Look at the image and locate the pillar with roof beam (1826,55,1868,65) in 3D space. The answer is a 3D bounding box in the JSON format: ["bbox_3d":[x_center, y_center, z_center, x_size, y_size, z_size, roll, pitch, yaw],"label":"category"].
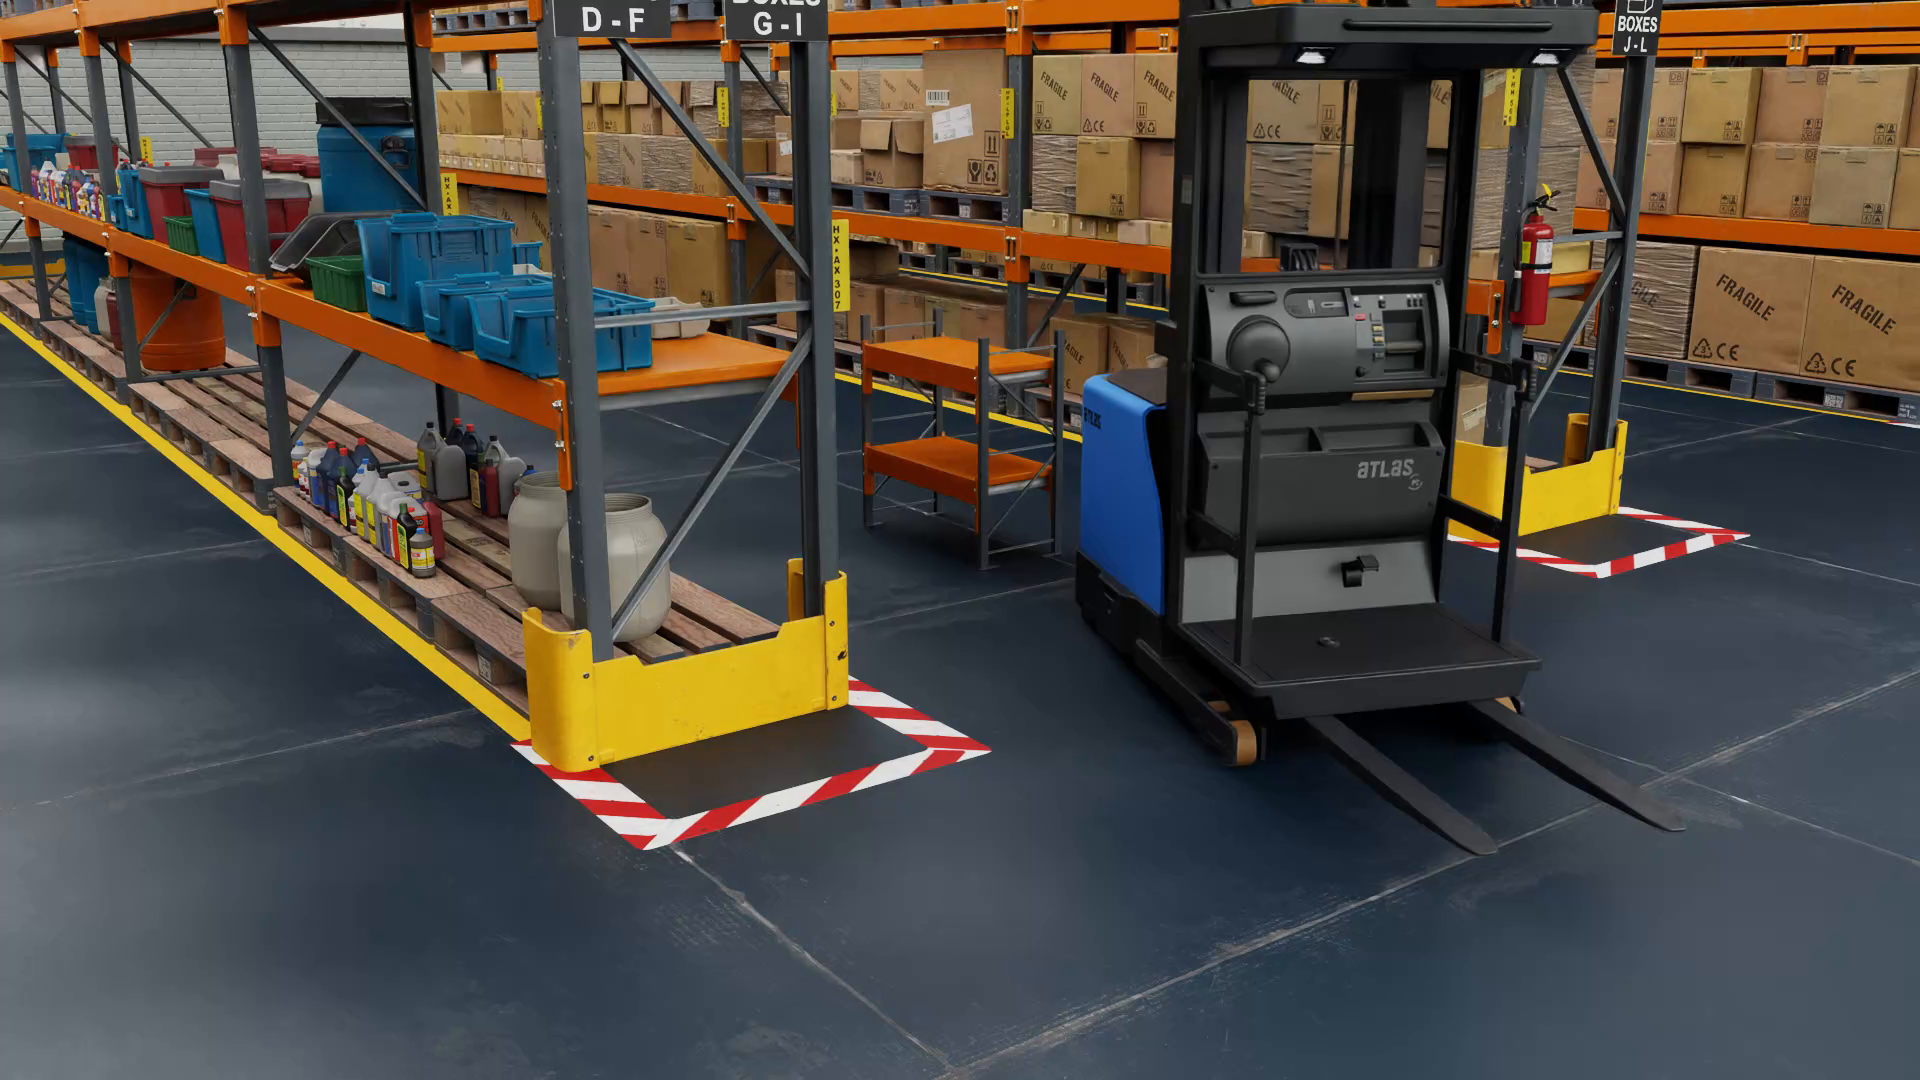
[{"bbox_3d":[8.457,-7.638,19.436,9.100,9.000,0.400,-11,19,-35],"label":"pillar with roof beam"}]

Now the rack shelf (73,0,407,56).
[{"bbox_3d":[-4.416,-3.145,10.067,1.077,0.370,4.000,-11,19,-35],"label":"rack shelf"}]

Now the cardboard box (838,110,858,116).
[{"bbox_3d":[-1.259,-5.426,21.967,0.500,0.500,0.500,-11,19,-36],"label":"cardboard box"}]

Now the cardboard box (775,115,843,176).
[{"bbox_3d":[-1.235,-3.383,14.270,0.500,0.500,0.500,-14,21,-41],"label":"cardboard box"}]

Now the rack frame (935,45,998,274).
[{"bbox_3d":[0.134,-4.844,20.592,1.000,3.000,0.127,-11,19,-35],"label":"rack frame"}]

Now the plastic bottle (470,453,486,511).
[{"bbox_3d":[-2.393,-0.297,8.289,0.061,0.283,0.133,-11,19,-35],"label":"plastic bottle"}]

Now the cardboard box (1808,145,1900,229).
[{"bbox_3d":[6.594,-2.540,11.891,0.875,0.550,0.550,-11,19,-35],"label":"cardboard box"}]

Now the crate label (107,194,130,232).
[{"bbox_3d":[-5.647,-2.244,11.409,0.303,0.233,0.416,-11,19,-35],"label":"crate label"}]

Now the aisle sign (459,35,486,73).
[{"bbox_3d":[-6.089,-6.266,20.862,0.394,0.787,0.004,-11,19,-35],"label":"aisle sign"}]

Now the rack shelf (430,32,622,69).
[{"bbox_3d":[-5.113,-5.623,19.118,1.077,0.370,4.000,-11,19,-35],"label":"rack shelf"}]

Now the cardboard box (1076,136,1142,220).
[{"bbox_3d":[1.247,-2.361,10.768,0.875,0.500,0.500,-11,19,-35],"label":"cardboard box"}]

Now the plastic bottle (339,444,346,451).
[{"bbox_3d":[-3.109,-0.336,8.435,0.061,0.283,0.133,-11,19,-35],"label":"plastic bottle"}]

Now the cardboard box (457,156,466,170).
[{"bbox_3d":[-5.741,-4.482,19.747,0.380,0.149,0.250,-11,19,-36],"label":"cardboard box"}]

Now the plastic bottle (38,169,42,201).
[{"bbox_3d":[-7.855,-3.049,14.279,0.097,0.271,0.097,0,15,0],"label":"plastic bottle"}]

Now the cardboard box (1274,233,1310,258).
[{"bbox_3d":[2.036,-1.705,9.600,0.380,0.149,0.250,-11,19,-35],"label":"cardboard box"}]

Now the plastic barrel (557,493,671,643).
[{"bbox_3d":[-1.337,0.104,6.430,0.421,0.512,0.421,0,15,0],"label":"plastic barrel"}]

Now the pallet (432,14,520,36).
[{"bbox_3d":[-5.844,-6.197,20.022,1.003,0.211,1.213,-11,19,-35],"label":"pallet"}]

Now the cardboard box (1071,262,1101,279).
[{"bbox_3d":[1.586,-3.198,18.518,0.500,0.500,0.500,-10,18,-32],"label":"cardboard box"}]

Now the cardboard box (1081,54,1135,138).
[{"bbox_3d":[1.121,-2.819,10.548,0.500,0.500,0.500,-11,19,-35],"label":"cardboard box"}]

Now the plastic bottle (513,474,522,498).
[{"bbox_3d":[-2.141,-0.222,8.173,0.097,0.201,0.097,0,15,0],"label":"plastic bottle"}]

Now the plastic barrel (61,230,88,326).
[{"bbox_3d":[-7.637,-2.399,14.837,0.600,0.901,0.708,-11,19,-35],"label":"plastic barrel"}]

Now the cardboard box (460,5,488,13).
[{"bbox_3d":[-5.363,-6.351,19.243,0.700,0.500,0.500,-12,20,-38],"label":"cardboard box"}]

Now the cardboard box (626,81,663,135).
[{"bbox_3d":[-2.783,-4.214,16.201,0.797,0.503,0.637,-10,18,-33],"label":"cardboard box"}]

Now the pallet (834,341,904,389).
[{"bbox_3d":[-0.414,-1.469,13.544,1.003,0.211,1.213,-11,19,-35],"label":"pallet"}]

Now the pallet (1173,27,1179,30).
[{"bbox_3d":[2.908,-5.216,16.628,1.213,0.211,1.003,-10,18,-32],"label":"pallet"}]

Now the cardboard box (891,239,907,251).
[{"bbox_3d":[-0.665,-3.817,21.446,0.380,0.149,0.250,-12,19,-36],"label":"cardboard box"}]

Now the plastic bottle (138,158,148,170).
[{"bbox_3d":[-7.030,-3.118,14.380,0.144,0.351,0.185,-11,19,-35],"label":"plastic bottle"}]

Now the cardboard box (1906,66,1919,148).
[{"bbox_3d":[7.003,-2.960,11.379,0.875,0.550,0.550,-11,19,-35],"label":"cardboard box"}]

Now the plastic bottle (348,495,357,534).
[{"bbox_3d":[-2.842,-0.140,7.873,0.097,0.201,0.097,0,15,0],"label":"plastic bottle"}]

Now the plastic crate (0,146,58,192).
[{"bbox_3d":[-8.494,-3.395,15.214,0.392,0.384,0.575,-11,19,-35],"label":"plastic crate"}]

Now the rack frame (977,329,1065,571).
[{"bbox_3d":[0.295,-0.435,8.036,0.500,1.125,0.032,-11,19,-35],"label":"rack frame"}]

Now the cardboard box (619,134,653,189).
[{"bbox_3d":[-2.971,-3.683,16.162,0.500,0.500,0.500,-10,18,-33],"label":"cardboard box"}]

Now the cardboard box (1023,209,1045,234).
[{"bbox_3d":[0.650,-2.174,11.312,0.380,0.149,0.250,-11,19,-35],"label":"cardboard box"}]

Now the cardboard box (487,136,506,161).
[{"bbox_3d":[-5.016,-4.439,18.835,0.500,0.250,0.500,-10,18,-33],"label":"cardboard box"}]

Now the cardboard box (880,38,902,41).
[{"bbox_3d":[-0.657,-6.390,20.842,0.500,0.250,0.500,-11,19,-35],"label":"cardboard box"}]

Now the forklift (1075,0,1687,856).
[{"bbox_3d":[1.370,-0.743,5.738,1.130,2.935,3.031,-4,16,-14],"label":"forklift"}]

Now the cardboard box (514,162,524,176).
[{"bbox_3d":[-4.684,-4.099,18.345,0.380,0.149,0.250,-11,19,-35],"label":"cardboard box"}]

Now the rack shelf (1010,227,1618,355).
[{"bbox_3d":[1.943,-1.613,10.151,1.077,0.370,4.000,-11,19,-35],"label":"rack shelf"}]

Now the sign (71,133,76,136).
[{"bbox_3d":[-9.860,-4.349,18.473,0.100,0.325,0.005,-11,19,-35],"label":"sign"}]

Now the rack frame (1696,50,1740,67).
[{"bbox_3d":[10.444,-5.551,23.175,1.000,3.000,0.127,-11,19,-35],"label":"rack frame"}]

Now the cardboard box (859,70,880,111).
[{"bbox_3d":[-0.959,-5.797,21.429,0.500,0.500,0.500,-10,18,-33],"label":"cardboard box"}]

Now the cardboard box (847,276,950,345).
[{"bbox_3d":[-0.500,-1.872,13.634,0.700,0.500,0.500,-9,18,-30],"label":"cardboard box"}]

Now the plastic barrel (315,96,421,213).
[{"bbox_3d":[-3.222,-1.990,9.215,0.600,0.901,0.708,-11,19,-35],"label":"plastic barrel"}]

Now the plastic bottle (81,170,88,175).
[{"bbox_3d":[-7.312,-2.935,13.852,0.152,0.276,0.135,-11,19,-35],"label":"plastic bottle"}]

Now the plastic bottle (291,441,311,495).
[{"bbox_3d":[-3.407,-0.379,8.613,0.097,0.271,0.097,0,15,0],"label":"plastic bottle"}]

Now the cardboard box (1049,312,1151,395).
[{"bbox_3d":[0.970,-1.293,11.557,0.500,0.500,0.500,-12,19,-36],"label":"cardboard box"}]

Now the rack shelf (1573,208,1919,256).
[{"bbox_3d":[6.014,-2.362,12.885,1.077,0.370,4.000,-11,19,-35],"label":"rack shelf"}]

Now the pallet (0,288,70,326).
[{"bbox_3d":[-9.129,-2.394,16.922,1.003,0.211,1.213,-11,19,-35],"label":"pallet"}]

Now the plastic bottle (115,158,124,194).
[{"bbox_3d":[-7.255,-3.135,14.443,0.144,0.351,0.185,-11,19,-35],"label":"plastic bottle"}]

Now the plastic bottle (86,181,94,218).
[{"bbox_3d":[-6.478,-2.549,12.452,0.097,0.271,0.097,0,15,0],"label":"plastic bottle"}]

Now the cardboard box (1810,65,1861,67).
[{"bbox_3d":[8.866,-4.472,16.586,0.700,0.500,0.500,-11,19,-35],"label":"cardboard box"}]

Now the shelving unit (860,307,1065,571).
[{"bbox_3d":[-0.004,-0.544,8.433,0.538,1.125,1.048,-11,19,-35],"label":"shelving unit"}]

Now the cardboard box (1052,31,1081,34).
[{"bbox_3d":[1.350,-5.779,18.139,0.500,0.500,0.500,-11,19,-35],"label":"cardboard box"}]

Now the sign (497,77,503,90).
[{"bbox_3d":[-5.842,-5.704,21.092,0.100,0.325,0.005,-11,19,-35],"label":"sign"}]

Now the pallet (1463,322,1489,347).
[{"bbox_3d":[4.323,-1.944,15.278,1.003,0.211,1.213,-11,19,-35],"label":"pallet"}]

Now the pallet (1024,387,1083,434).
[{"bbox_3d":[1.190,-0.904,11.481,1.003,0.211,1.213,-11,19,-35],"label":"pallet"}]

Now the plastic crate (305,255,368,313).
[{"bbox_3d":[-2.670,-1.183,7.617,0.450,0.188,0.662,-11,19,-35],"label":"plastic crate"}]
